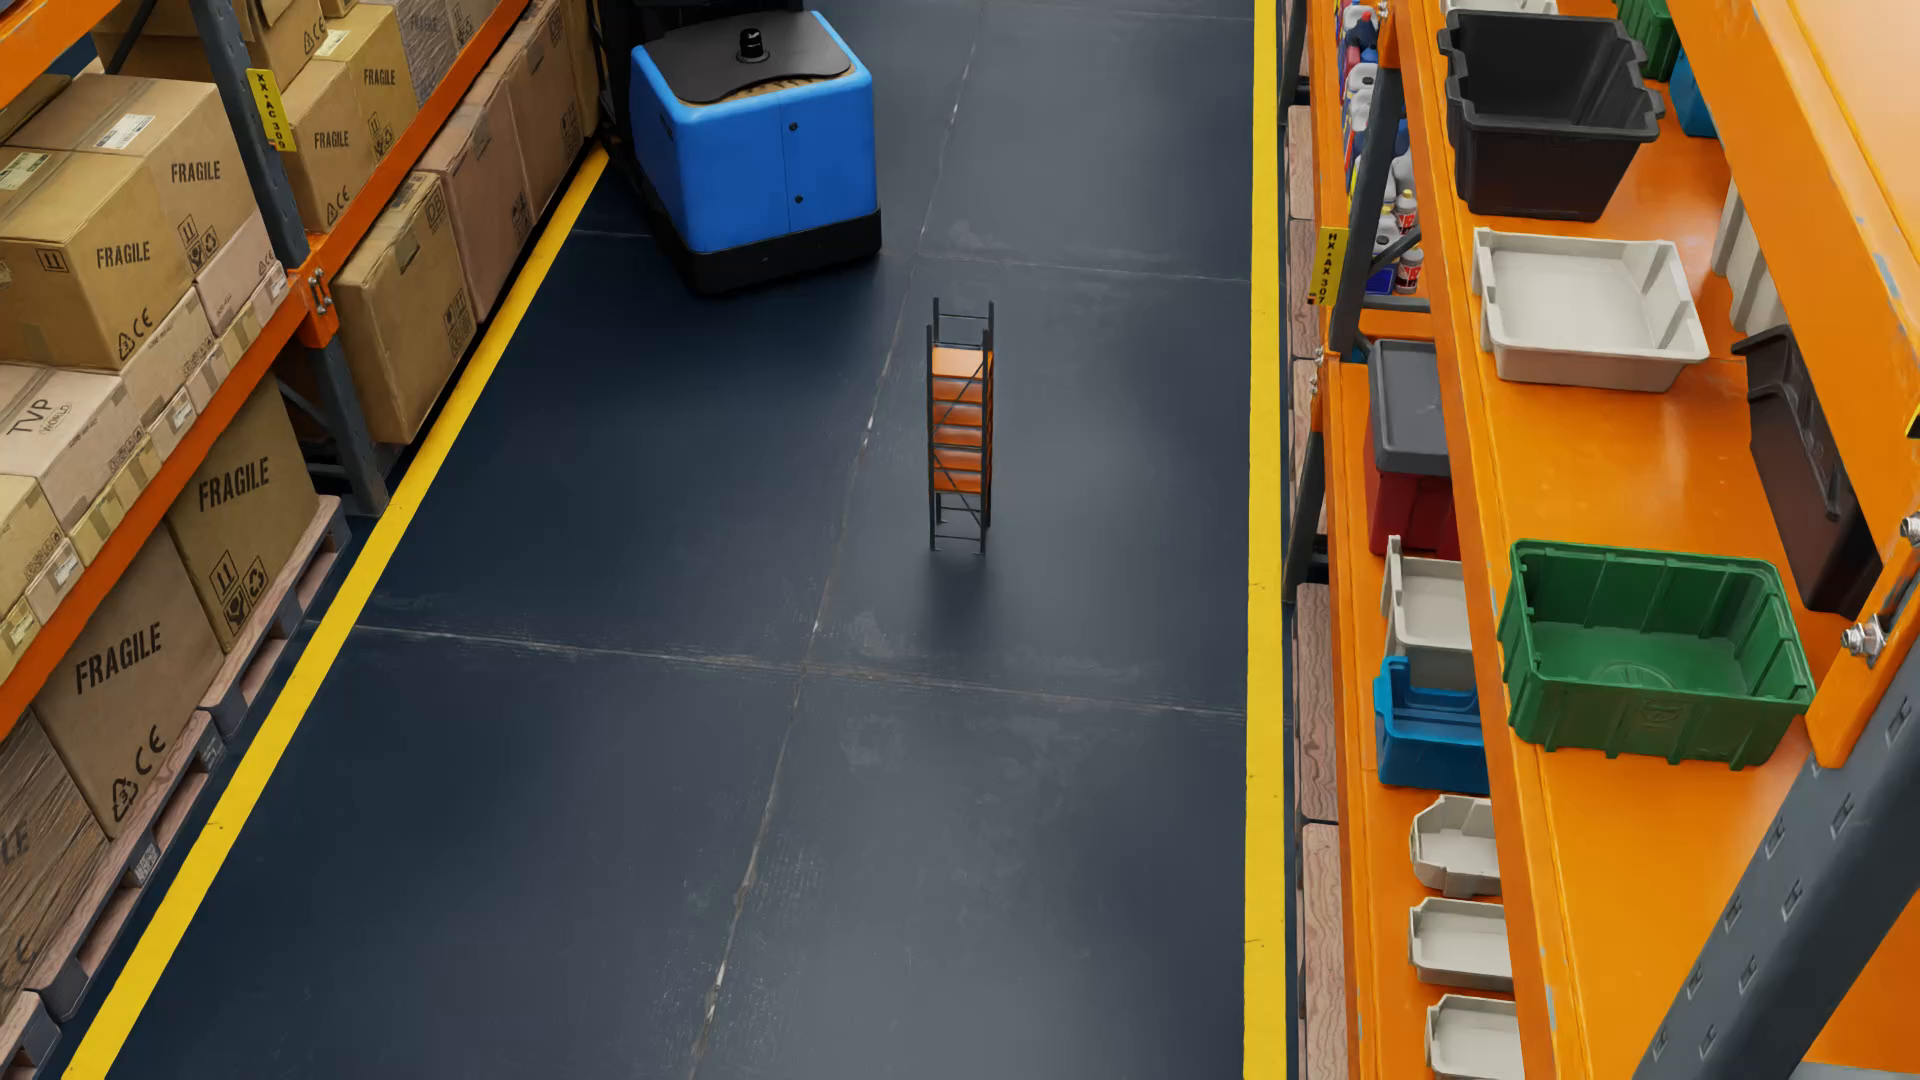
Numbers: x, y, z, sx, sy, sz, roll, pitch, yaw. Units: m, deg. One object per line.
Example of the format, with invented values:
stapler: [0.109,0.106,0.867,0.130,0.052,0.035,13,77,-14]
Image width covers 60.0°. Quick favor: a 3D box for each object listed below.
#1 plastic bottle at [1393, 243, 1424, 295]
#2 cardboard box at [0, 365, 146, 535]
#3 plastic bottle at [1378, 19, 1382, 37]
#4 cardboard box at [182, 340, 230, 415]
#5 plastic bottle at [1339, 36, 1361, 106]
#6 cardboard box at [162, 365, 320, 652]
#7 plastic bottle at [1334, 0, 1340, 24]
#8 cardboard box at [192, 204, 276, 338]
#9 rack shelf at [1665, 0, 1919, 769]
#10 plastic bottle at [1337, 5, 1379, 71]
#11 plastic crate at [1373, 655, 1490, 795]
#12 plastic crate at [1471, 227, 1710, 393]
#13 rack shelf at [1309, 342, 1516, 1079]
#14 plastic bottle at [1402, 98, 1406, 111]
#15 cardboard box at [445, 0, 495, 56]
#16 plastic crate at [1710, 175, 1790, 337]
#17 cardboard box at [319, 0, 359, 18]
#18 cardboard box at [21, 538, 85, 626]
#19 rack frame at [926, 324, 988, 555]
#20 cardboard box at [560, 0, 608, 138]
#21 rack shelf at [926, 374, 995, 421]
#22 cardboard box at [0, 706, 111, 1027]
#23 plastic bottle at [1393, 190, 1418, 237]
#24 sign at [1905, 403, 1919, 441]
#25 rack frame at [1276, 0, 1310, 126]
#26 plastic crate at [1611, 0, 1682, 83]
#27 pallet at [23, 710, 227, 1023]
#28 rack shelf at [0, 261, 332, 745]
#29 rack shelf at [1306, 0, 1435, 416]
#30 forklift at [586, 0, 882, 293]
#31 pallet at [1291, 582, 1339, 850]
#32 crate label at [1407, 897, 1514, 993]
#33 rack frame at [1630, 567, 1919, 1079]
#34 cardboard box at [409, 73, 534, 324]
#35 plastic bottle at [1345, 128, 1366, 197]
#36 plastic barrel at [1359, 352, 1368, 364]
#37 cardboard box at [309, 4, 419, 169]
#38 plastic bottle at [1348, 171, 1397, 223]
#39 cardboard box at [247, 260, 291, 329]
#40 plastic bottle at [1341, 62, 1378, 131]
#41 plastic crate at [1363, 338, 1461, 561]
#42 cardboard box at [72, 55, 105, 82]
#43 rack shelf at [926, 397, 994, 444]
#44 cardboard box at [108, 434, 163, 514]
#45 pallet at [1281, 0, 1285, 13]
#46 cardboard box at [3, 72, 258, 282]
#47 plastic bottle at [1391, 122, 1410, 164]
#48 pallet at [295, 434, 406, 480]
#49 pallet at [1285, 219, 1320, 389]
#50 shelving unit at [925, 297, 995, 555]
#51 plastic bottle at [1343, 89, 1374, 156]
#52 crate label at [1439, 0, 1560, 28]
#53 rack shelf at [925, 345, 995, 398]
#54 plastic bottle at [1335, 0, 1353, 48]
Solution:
plastic bottle: [1.711,-1.046,6.339,0.097,0.201,0.097,0,43,0]
cardboard box: [-2.988,-0.297,5.296,0.500,0.250,0.500,6,44,6]
plastic bottle: [1.965,-2.285,7.540,0.144,0.351,0.185,5,44,6]
cardboard box: [-2.840,-0.589,5.896,0.380,0.149,0.250,5,44,5]
plastic bottle: [1.734,-2.078,7.370,0.061,0.283,0.133,5,44,6]
cardboard box: [-3.223,-0.207,6.549,0.875,0.875,0.875,5,44,6]
plastic bottle: [1.853,-2.592,7.922,0.097,0.271,0.097,0,43,0]
cardboard box: [-2.854,-0.997,6.037,0.500,0.250,0.500,4,44,5]
rack shelf: [1.589,-1.227,2.837,1.077,0.370,4.000,5,44,6]
plastic bottle: [1.821,-2.289,7.598,0.152,0.276,0.135,5,44,6]
plastic crate: [1.342,0.524,4.615,0.416,0.233,0.300,5,44,6]
plastic crate: [1.352,-0.517,3.646,0.437,0.136,0.530,5,44,6]
rack shelf: [1.589,0.806,4.763,1.077,0.370,4.000,5,44,6]
plastic bottle: [1.844,-1.755,7.038,0.097,0.271,0.097,0,43,0]
cardboard box: [-2.552,-2.632,7.797,0.500,0.500,0.500,6,44,6]
plastic crate: [1.923,-0.621,3.651,0.437,0.282,0.530,5,44,6]
cardboard box: [-2.878,-2.572,7.004,0.797,0.503,0.637,6,44,6]
cardboard box: [-2.976,0.109,5.158,0.380,0.149,0.250,6,44,6]
rack frame: [-0.010,-0.383,6.804,0.240,1.200,0.006,5,44,6]
cardboard box: [-2.639,-2.907,9.401,1.225,0.875,0.875,3,44,4]
rack shelf: [0.002,-0.588,6.736,0.258,0.103,0.180,5,44,6]
cardboard box: [-3.459,1.013,5.261,0.875,0.875,0.875,5,44,6]
plastic bottle: [1.759,-1.295,6.602,0.097,0.201,0.097,0,43,0]
sign: [0.777,-0.192,1.165,0.100,0.325,0.005,5,44,6]
rack frame: [2.382,-3.544,8.834,1.000,3.000,0.127,5,44,6]
plastic crate: [2.097,-1.514,4.662,0.450,0.188,0.662,5,44,6]
pallet: [-3.393,1.089,5.969,1.003,0.211,1.213,5,44,6]
rack shelf: [-3.321,0.356,5.238,1.077,0.370,4.000,5,44,6]
rack shelf: [2.118,-1.920,7.642,1.077,0.370,4.000,5,44,6]
forklift: [-1.474,-3.345,8.674,1.130,2.935,3.031,-17,46,-17]
pallet: [1.795,0.699,6.381,1.003,0.211,1.213,5,44,6]
crate label: [1.318,1.021,4.160,0.396,0.136,0.243,5,44,6]
rack frame: [1.321,-0.271,1.013,0.949,2.616,0.053,5,44,6]
cardboard box: [-2.874,-1.697,8.122,1.225,0.875,0.875,4,44,4]
plastic bottle: [1.675,-1.583,6.798,0.144,0.351,0.185,5,44,6]
plastic barrel: [1.942,-0.578,6.922,0.600,0.901,0.708,5,44,6]
cardboard box: [-2.682,-1.938,7.065,0.500,0.500,0.500,5,44,6]
plastic bottle: [1.633,-1.320,6.575,0.152,0.276,0.135,5,44,6]
cardboard box: [-2.772,-0.940,6.266,0.380,0.149,0.250,5,44,6]
plastic bottle: [1.748,-1.914,7.202,0.152,0.276,0.135,5,44,6]
plastic crate: [1.487,-0.278,5.294,0.402,0.464,0.583,5,44,6]
cardboard box: [-3.265,-1.648,6.759,0.500,0.500,0.500,5,44,6]
rack shelf: [0.002,-0.500,6.818,0.258,0.103,0.180,5,44,6]
cardboard box: [-2.907,-0.238,5.525,0.380,0.149,0.250,6,44,6]
pallet: [2.687,-3.885,11.222,1.003,0.211,1.213,5,44,6]
cardboard box: [-2.852,-1.257,5.765,0.500,0.500,0.500,6,44,7]
plastic bottle: [1.818,-1.569,6.784,0.144,0.351,0.185,5,44,6]
pallet: [-3.029,-0.789,7.952,1.003,0.211,1.213,5,44,6]
pallet: [2.156,-1.162,8.346,1.003,0.211,1.213,5,44,6]
shelving unit: [0.002,-0.446,6.870,0.258,1.200,0.189,5,44,6]
plastic bottle: [1.718,-1.756,7.035,0.152,0.276,0.135,5,44,6]
crate label: [1.502,-1.505,4.690,0.293,0.136,0.466,5,44,6]
rack shelf: [0.002,-0.675,6.653,0.258,0.103,0.180,5,44,6]
plastic bottle: [1.807,-2.453,7.766,0.061,0.283,0.133,5,44,6]
